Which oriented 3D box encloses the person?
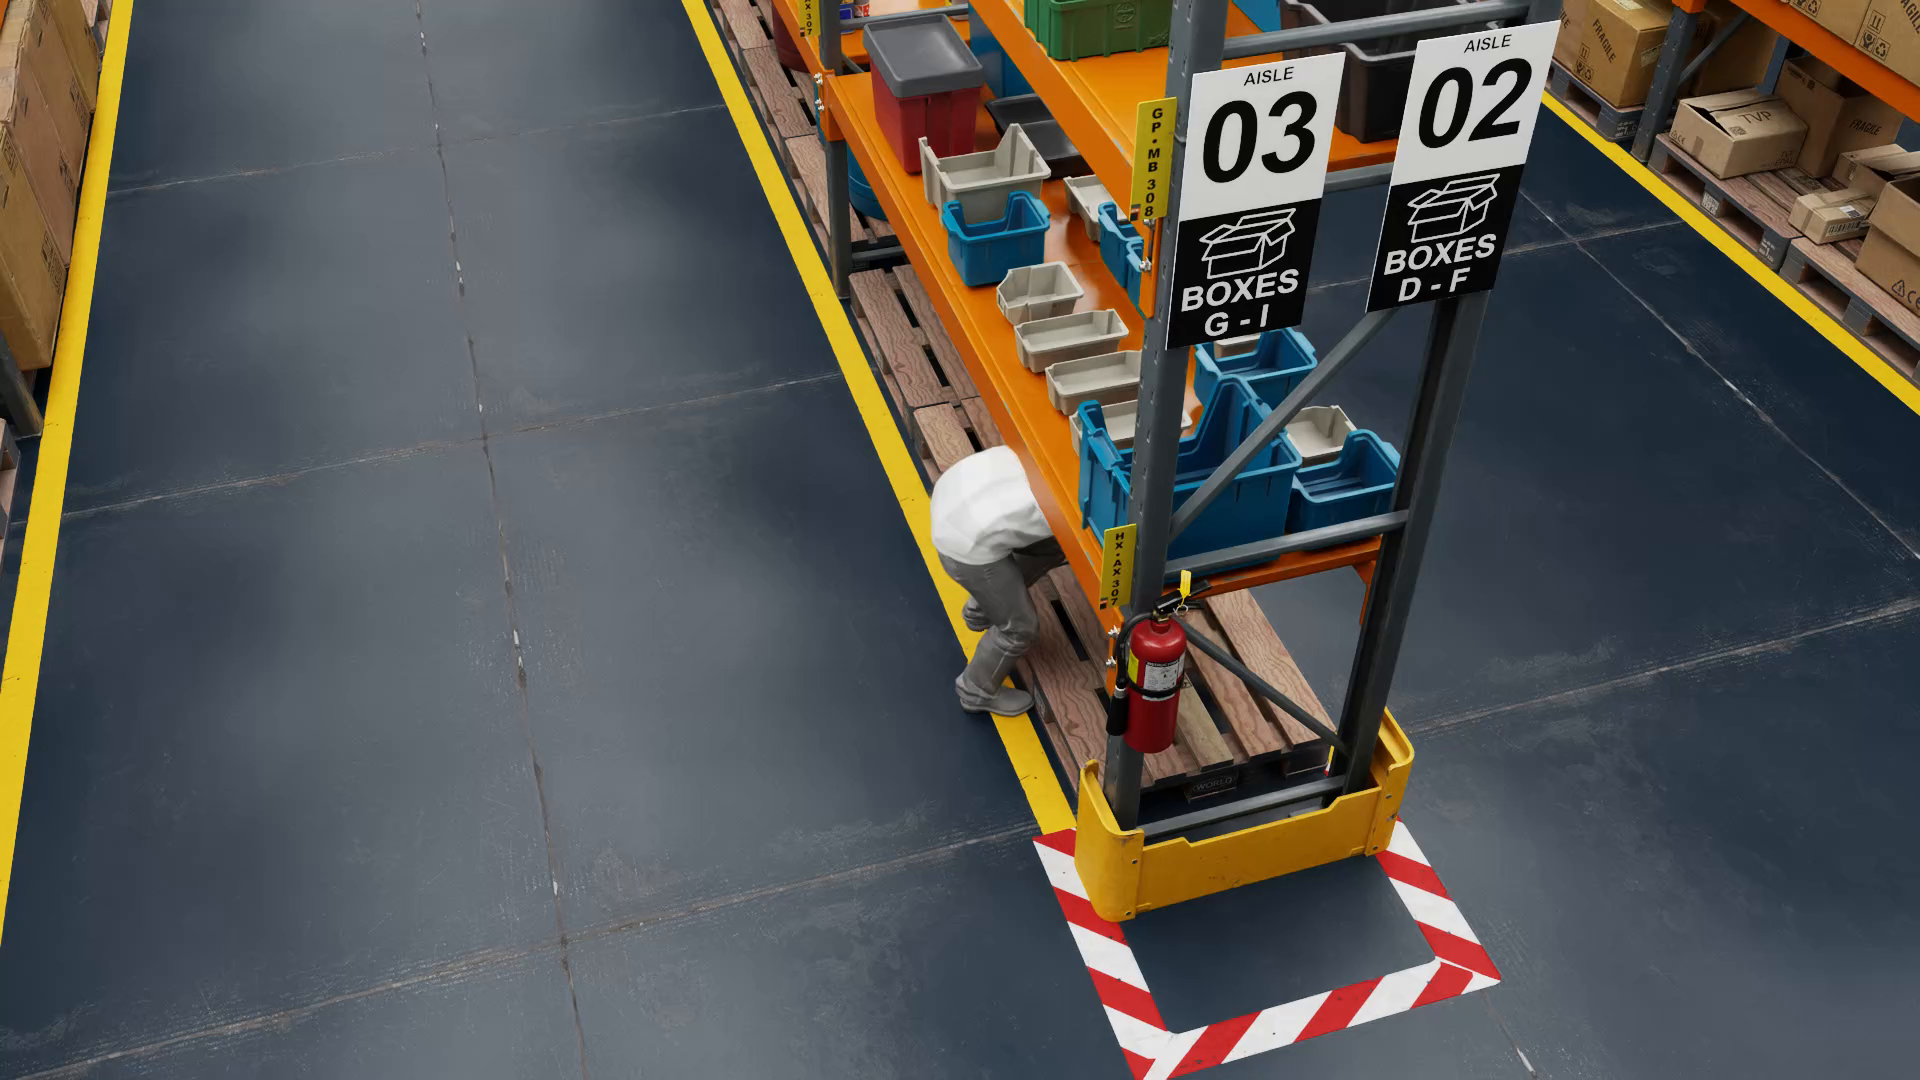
[{"bbox_3d":[0.357,0.062,6.388,0.936,1.352,0.496,-1,42,-1],"label":"person"}]
